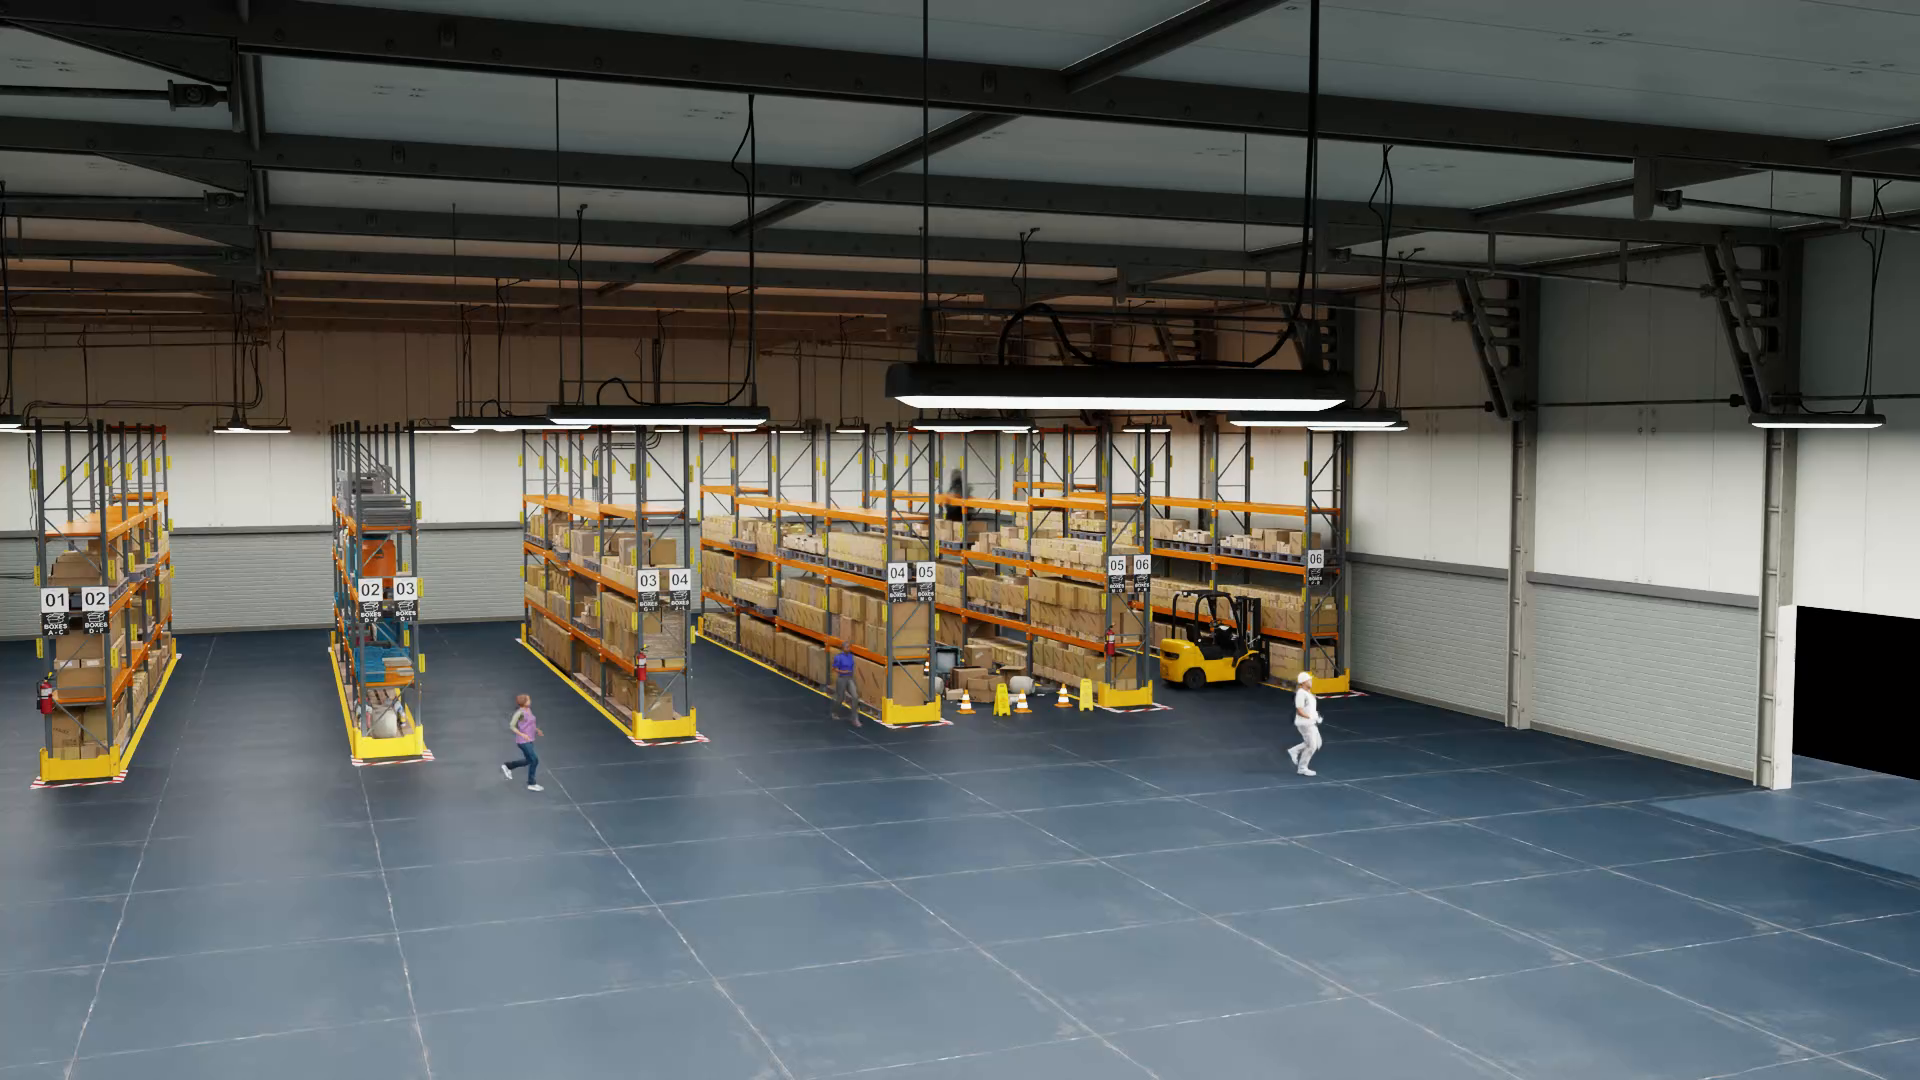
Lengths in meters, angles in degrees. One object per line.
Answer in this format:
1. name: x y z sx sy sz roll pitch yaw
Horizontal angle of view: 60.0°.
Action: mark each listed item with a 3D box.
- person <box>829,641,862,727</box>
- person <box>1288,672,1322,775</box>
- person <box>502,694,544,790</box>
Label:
1. person: -2.307 2.840 33.042 0.613 1.677 0.894 -3 5 -40
2. person: 5.836 3.103 28.106 0.599 1.736 0.685 1 4 19
3. person: -7.095 3.269 26.900 0.704 1.580 0.541 0 4 4
